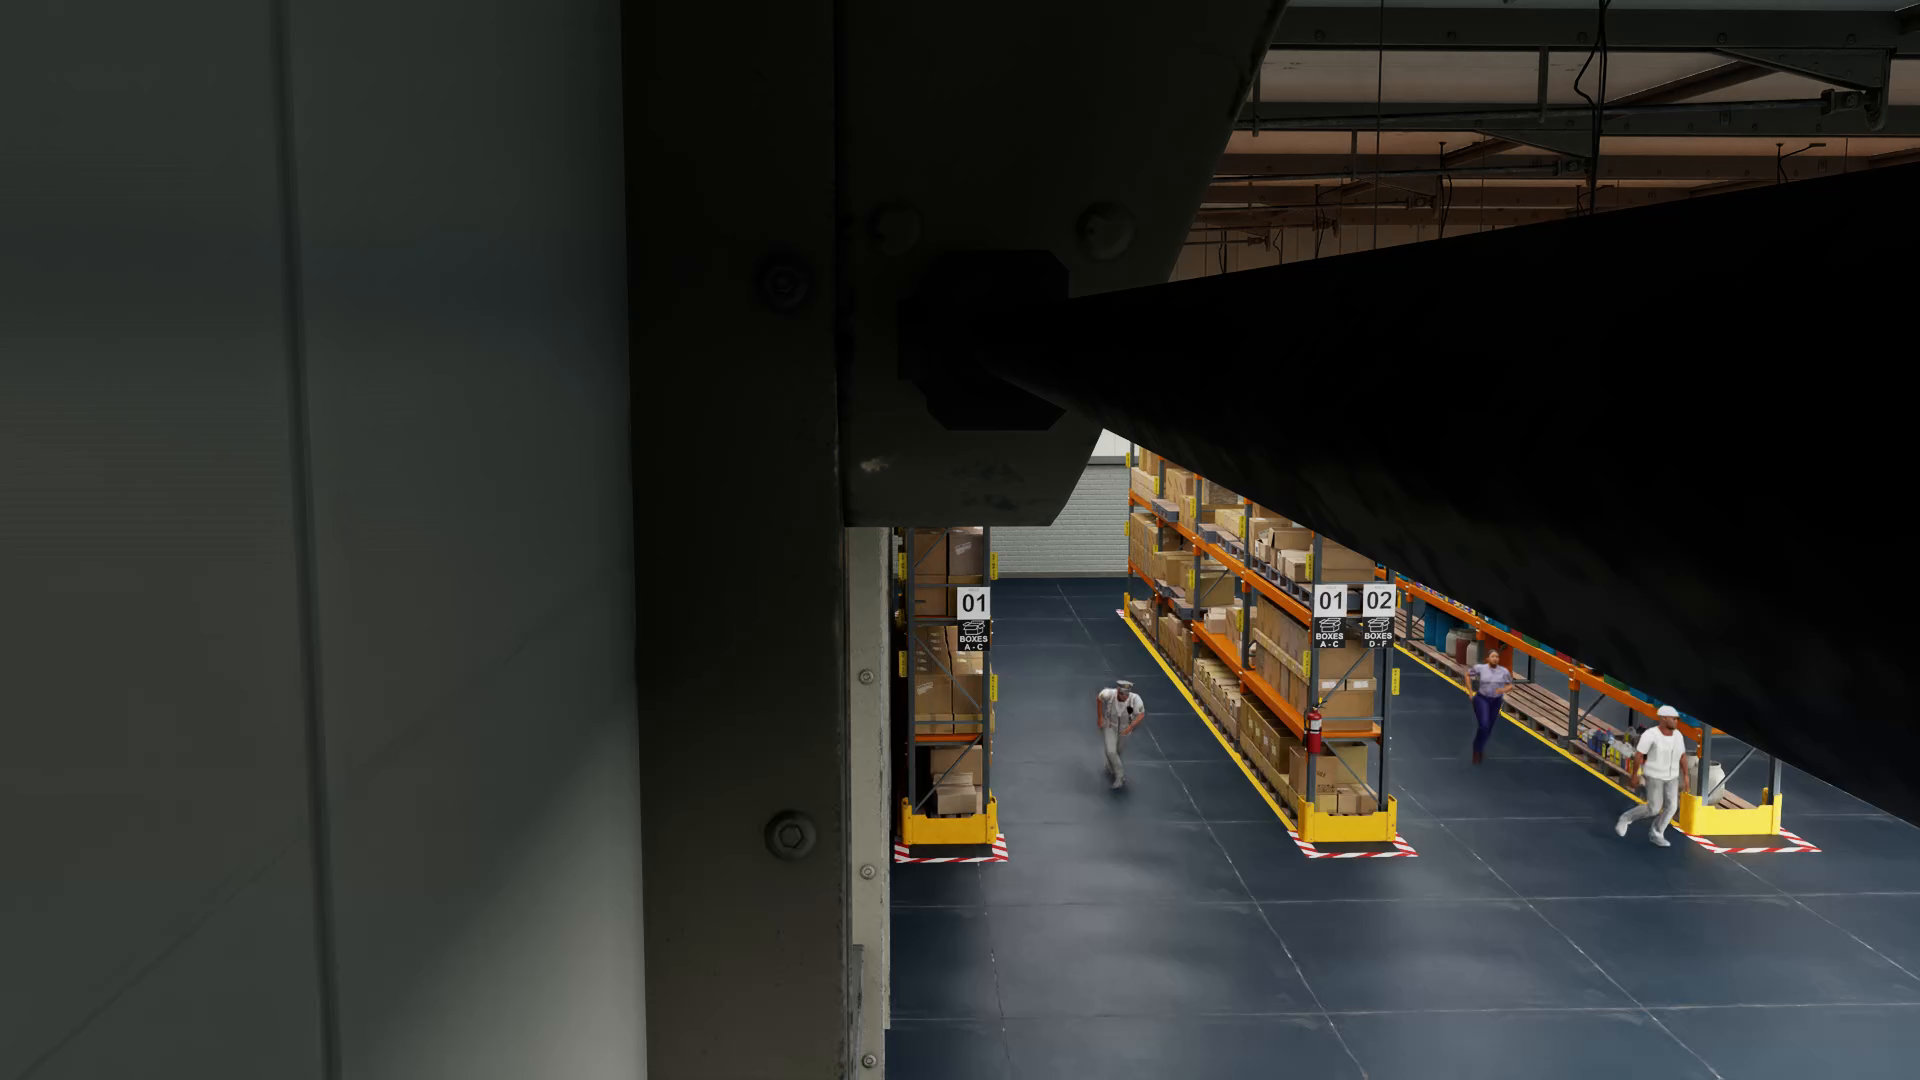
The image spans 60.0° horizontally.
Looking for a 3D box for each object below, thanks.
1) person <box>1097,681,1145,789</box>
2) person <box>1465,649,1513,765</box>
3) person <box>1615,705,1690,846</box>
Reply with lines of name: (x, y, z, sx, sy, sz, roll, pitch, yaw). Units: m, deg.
person: (2.226, 2.631, 23.200, 0.648, 1.548, 1.162, 0, 7, 0)
person: (7.745, 2.430, 24.354, 0.605, 1.680, 0.664, -1, 7, -7)
person: (8.463, 2.860, 20.316, 0.716, 1.724, 0.601, -3, 8, -21)
